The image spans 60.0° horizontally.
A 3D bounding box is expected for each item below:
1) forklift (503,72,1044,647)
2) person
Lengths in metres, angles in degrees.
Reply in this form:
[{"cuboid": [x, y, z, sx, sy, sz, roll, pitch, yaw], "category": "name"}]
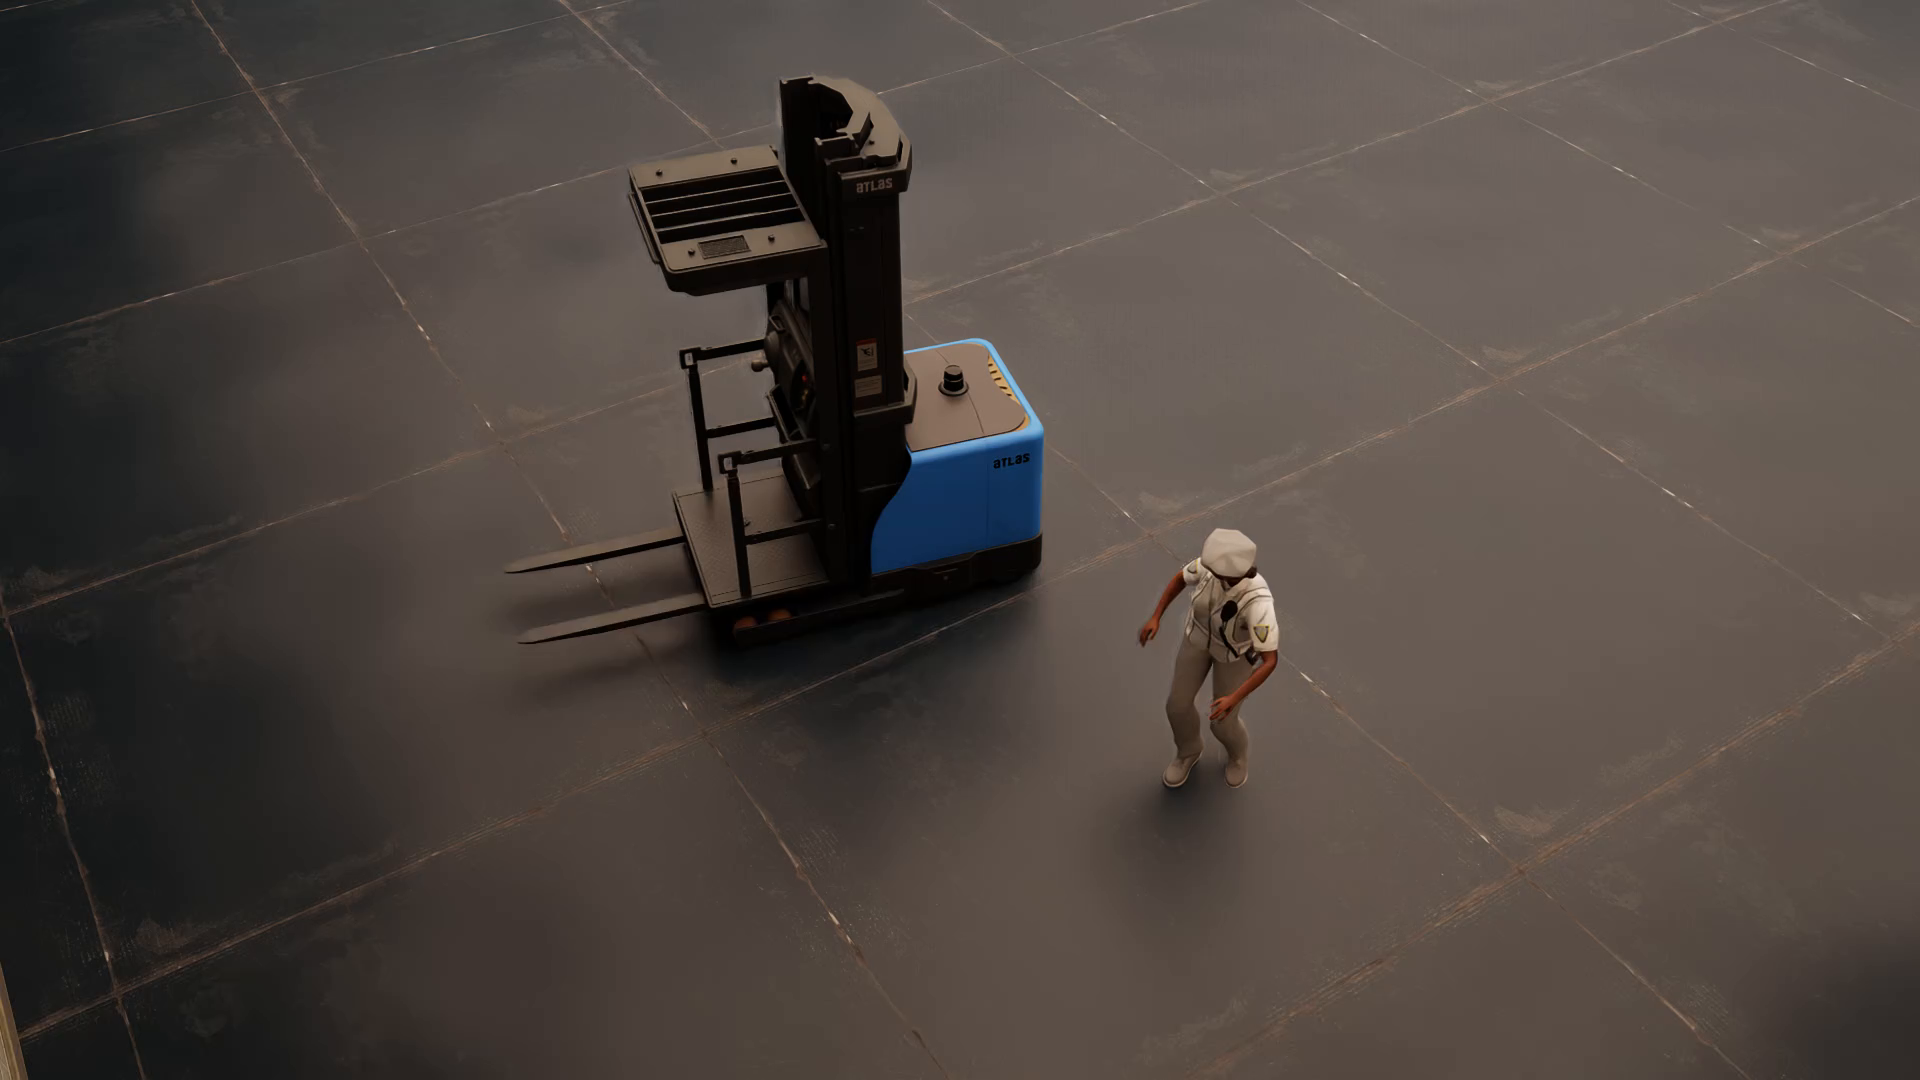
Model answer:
[{"cuboid": [-1.093, -0.897, 8.897, 3.031, 2.935, 1.130, -13, 43, -14], "category": "forklift"}, {"cuboid": [1.229, 0.621, 8.196, 0.700, 1.612, 0.669, 28, 48, 29], "category": "person"}]
